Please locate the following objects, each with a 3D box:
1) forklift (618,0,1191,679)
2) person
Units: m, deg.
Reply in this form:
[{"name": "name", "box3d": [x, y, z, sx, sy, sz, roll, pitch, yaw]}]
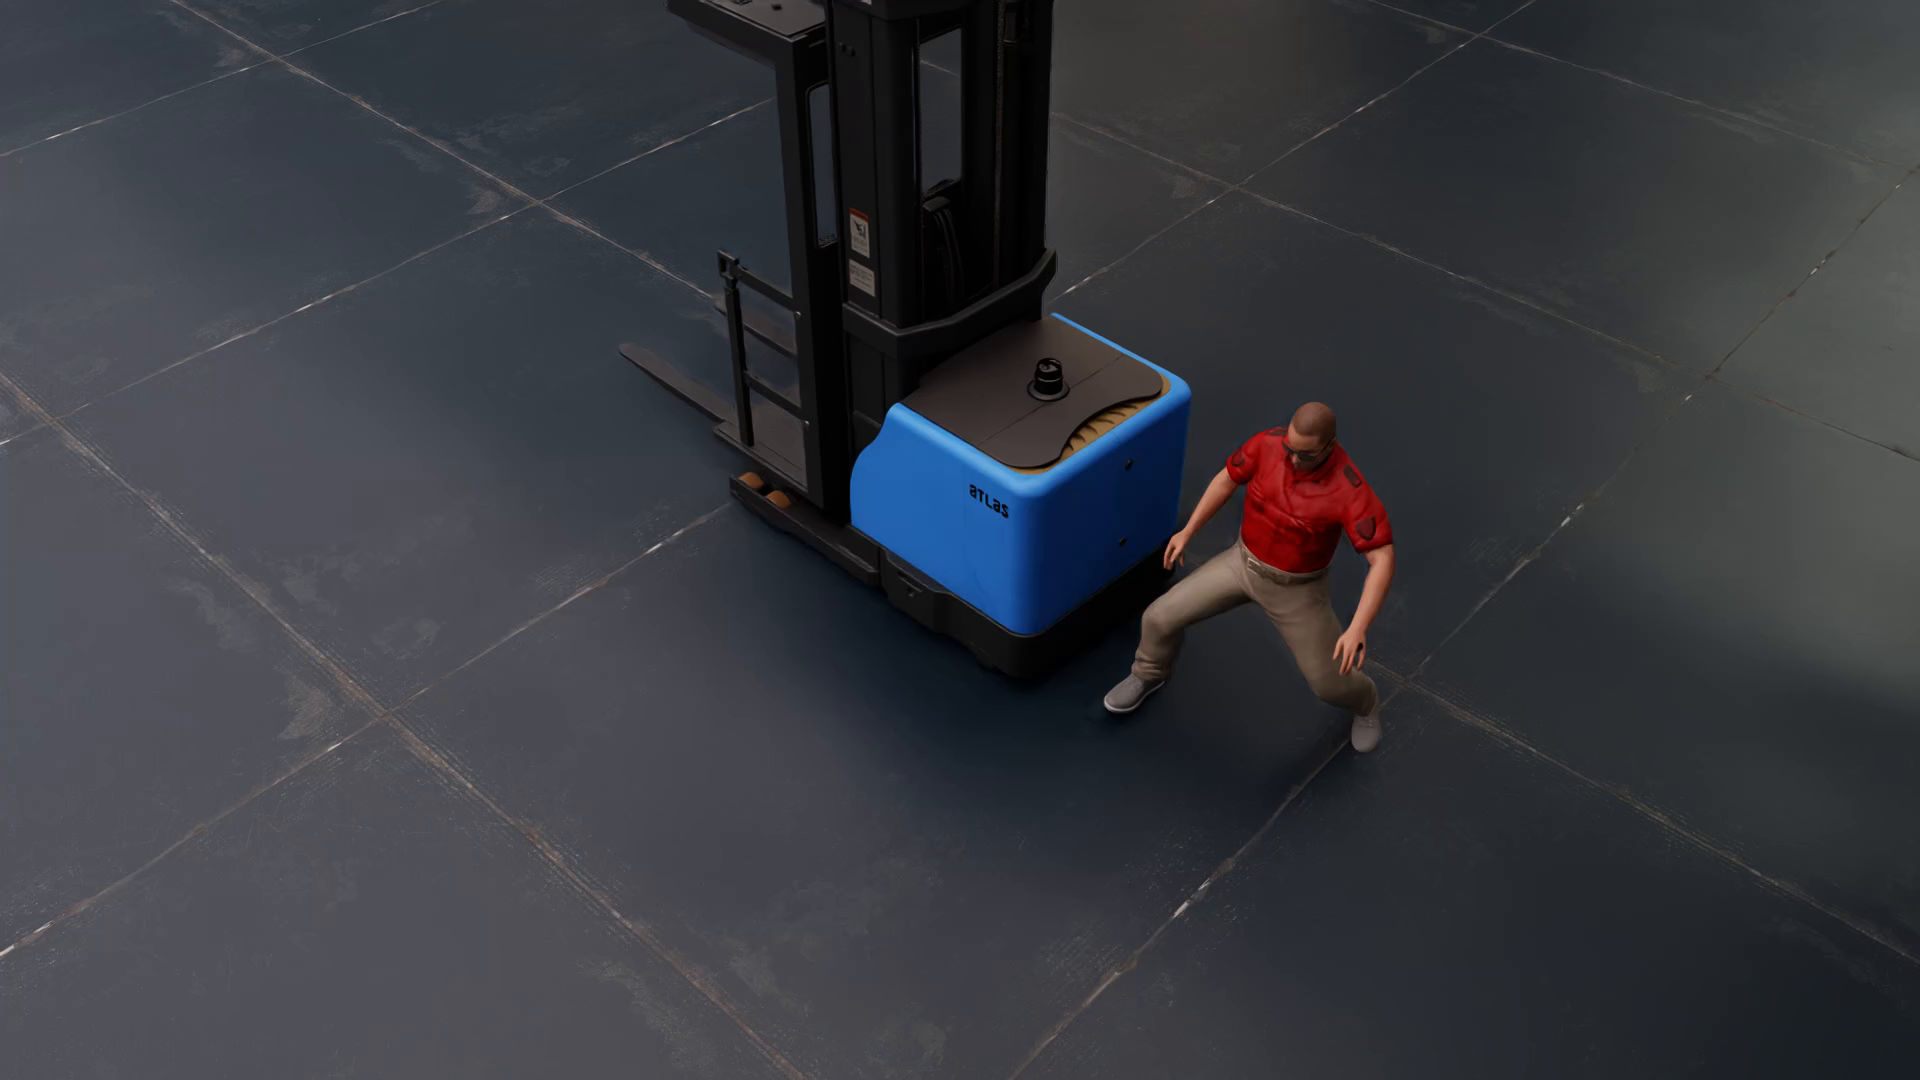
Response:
[{"name": "forklift", "box3d": [-0.439, -1.389, 7.048, 3.031, 2.935, 1.130, 33, 50, 32]}, {"name": "person", "box3d": [1.218, 0.167, 6.314, 0.872, 1.595, 1.004, -33, 50, -32]}]
